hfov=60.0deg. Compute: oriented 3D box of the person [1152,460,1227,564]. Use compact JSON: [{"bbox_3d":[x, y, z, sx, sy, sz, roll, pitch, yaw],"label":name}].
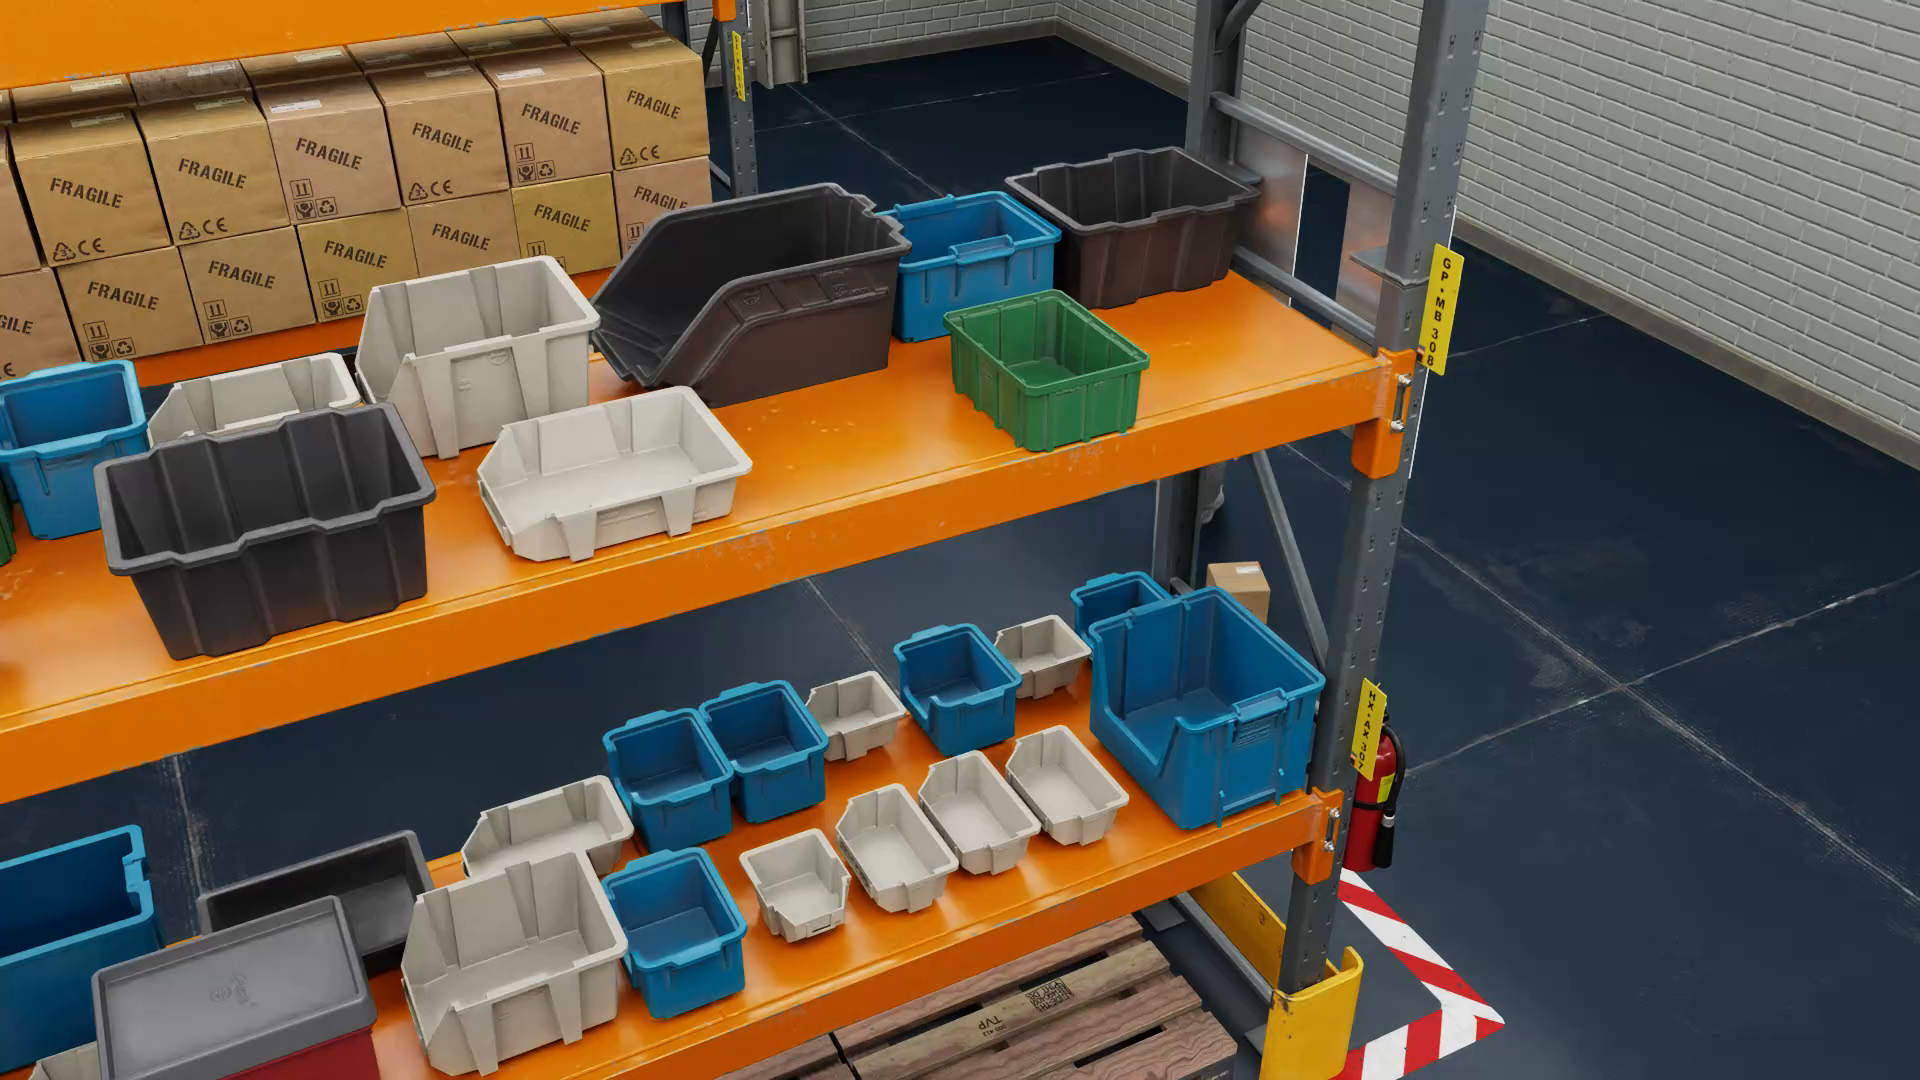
[{"bbox_3d":[1.153,-0.689,8.204,0.559,1.727,1.055,7,34,11],"label":"person"}]
